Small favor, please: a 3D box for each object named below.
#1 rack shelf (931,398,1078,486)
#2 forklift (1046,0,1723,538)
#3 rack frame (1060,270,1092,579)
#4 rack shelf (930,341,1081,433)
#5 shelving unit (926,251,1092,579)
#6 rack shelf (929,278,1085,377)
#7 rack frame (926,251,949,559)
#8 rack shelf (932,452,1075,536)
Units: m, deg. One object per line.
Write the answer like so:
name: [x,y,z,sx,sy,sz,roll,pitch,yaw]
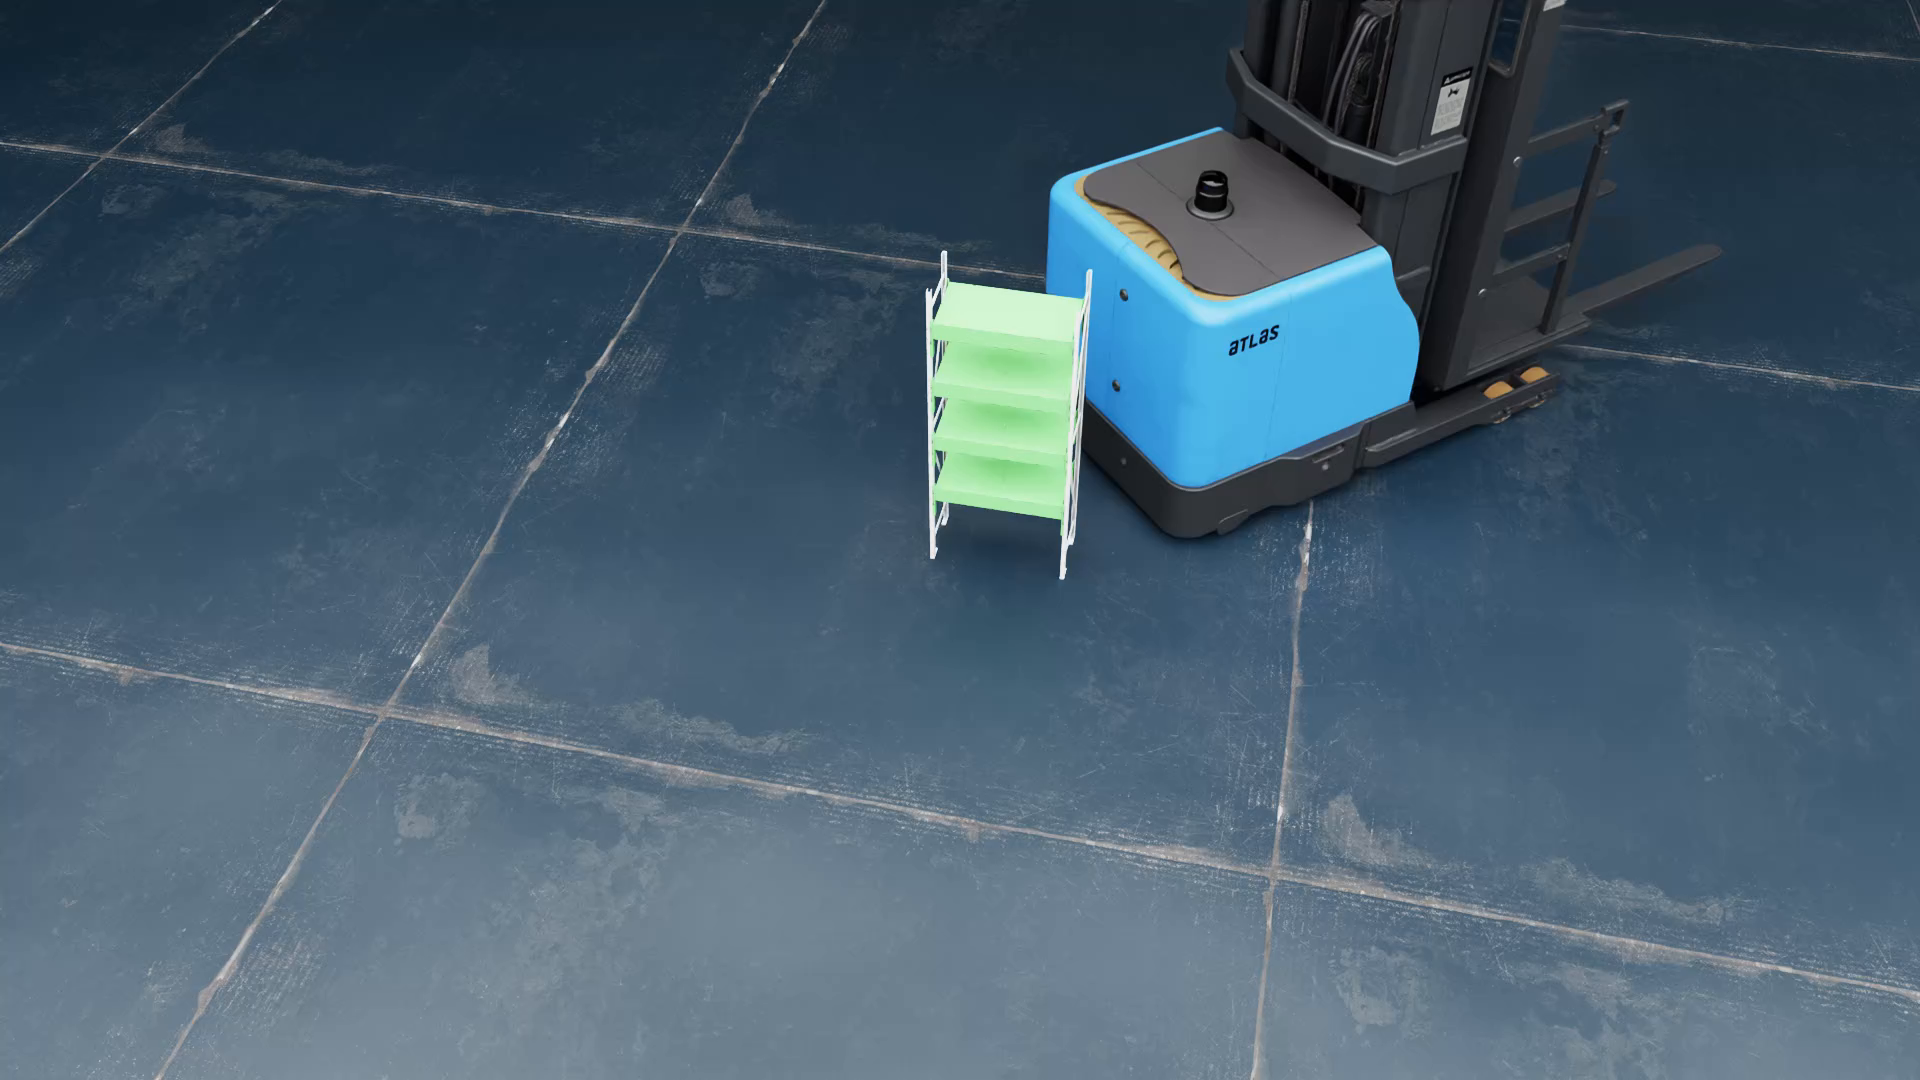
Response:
rack shelf: [0.162,-0.361,5.852,0.480,0.148,0.258,9,45,9]
forklift: [1.848,-1.825,6.033,3.031,2.935,1.130,-22,48,-21]
rack frame: [0.400,-0.370,5.769,0.015,1.200,0.240,9,45,9]
rack shelf: [0.162,-0.534,5.686,0.480,0.148,0.258,9,45,9]
shelving unit: [0.162,-0.407,5.808,0.503,1.200,0.258,9,45,9]
rack shelf: [0.162,-0.707,5.519,0.480,0.148,0.258,9,45,9]
rack frame: [-0.077,-0.444,5.846,0.015,1.200,0.240,9,45,9]
rack shelf: [0.162,-0.188,6.019,0.480,0.148,0.258,9,45,9]
